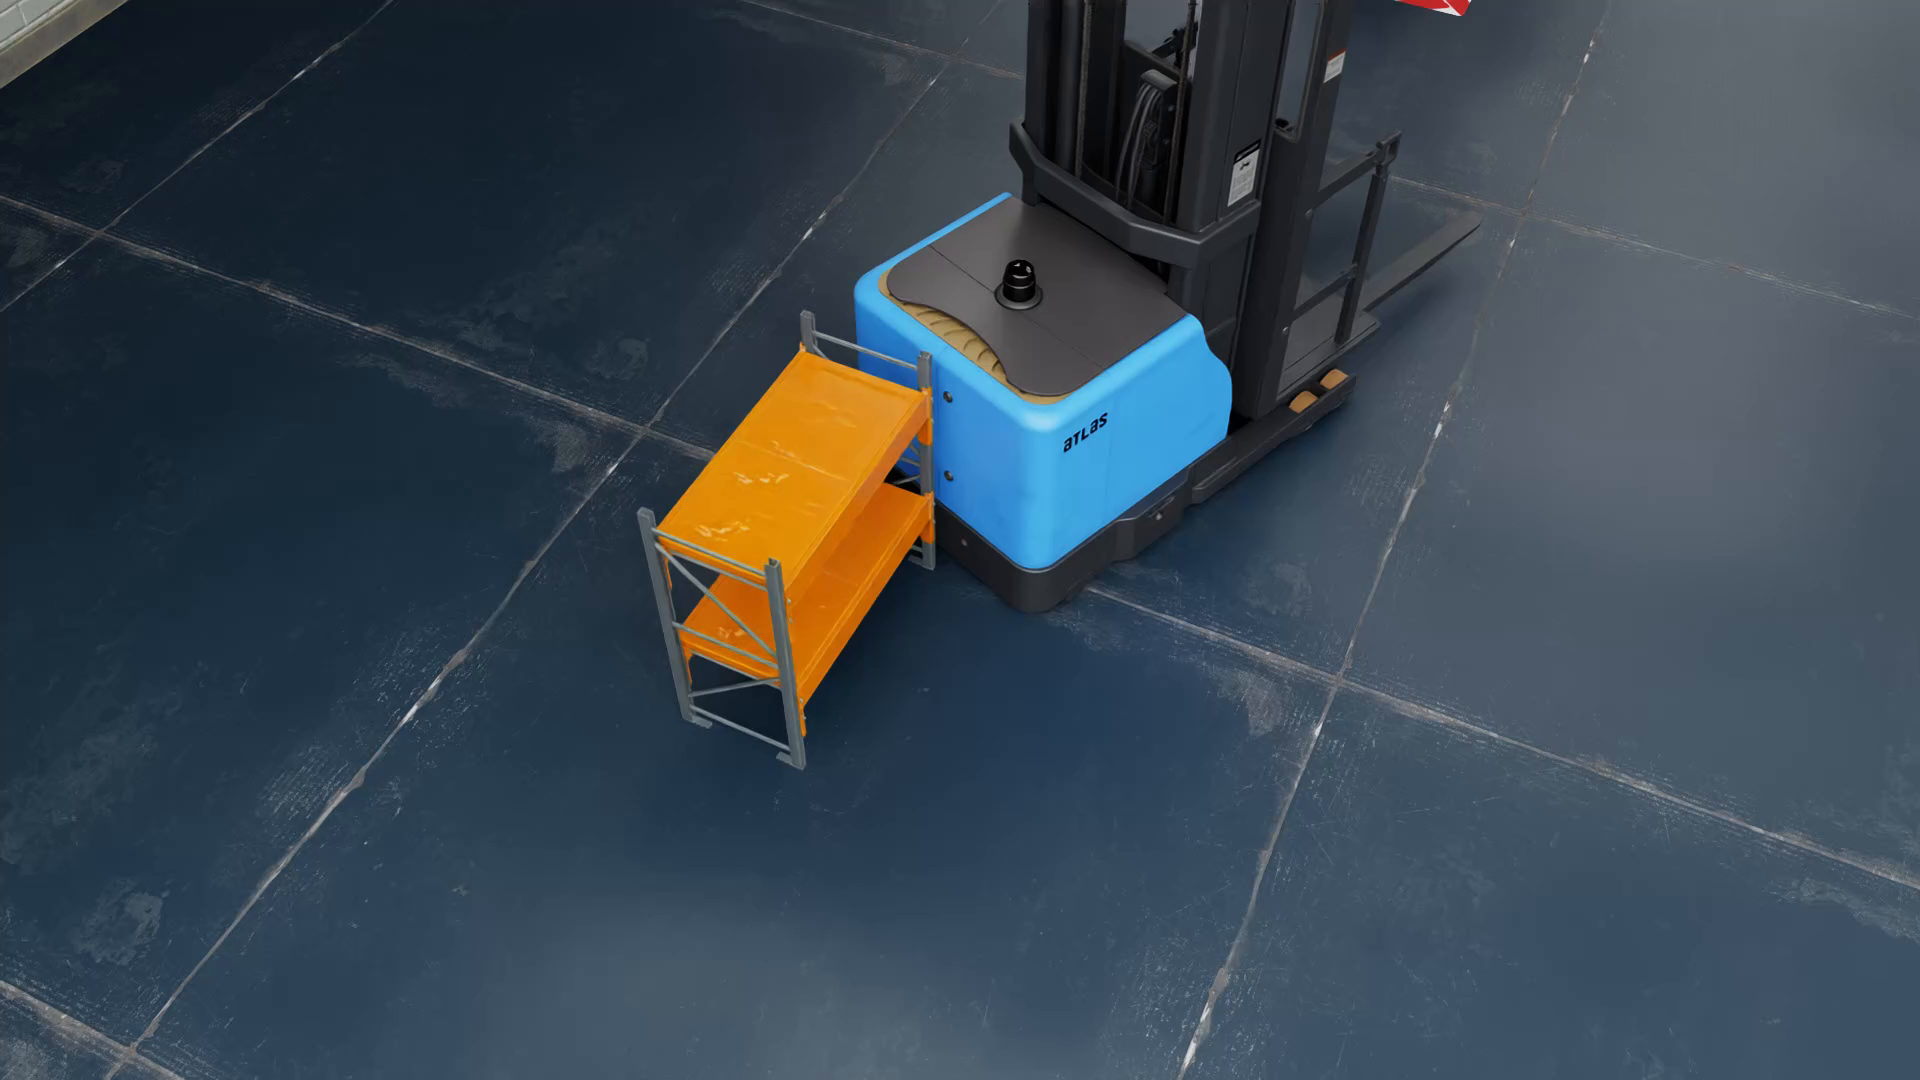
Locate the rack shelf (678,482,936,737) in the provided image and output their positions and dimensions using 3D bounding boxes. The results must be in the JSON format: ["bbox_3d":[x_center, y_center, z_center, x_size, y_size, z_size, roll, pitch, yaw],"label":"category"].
[{"bbox_3d":[-0.549,0.166,6.006,0.538,0.278,1.000,21,53,17],"label":"rack shelf"}]

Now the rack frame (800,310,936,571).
[{"bbox_3d":[-0.324,-0.340,6.116,0.500,1.125,0.032,21,53,17],"label":"rack frame"}]

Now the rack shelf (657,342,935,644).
[{"bbox_3d":[-0.549,-0.182,5.597,0.538,0.278,1.000,21,53,17],"label":"rack shelf"}]

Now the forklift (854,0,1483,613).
[{"bbox_3d":[1.028,-1.671,6.062,3.031,2.935,1.130,-35,58,-26],"label":"forklift"}]

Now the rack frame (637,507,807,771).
[{"bbox_3d":[-0.773,0.355,5.525,0.500,1.125,0.032,21,53,17],"label":"rack frame"}]

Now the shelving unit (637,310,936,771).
[{"bbox_3d":[-0.549,0.008,5.820,0.538,1.125,1.048,21,53,17],"label":"shelving unit"}]
